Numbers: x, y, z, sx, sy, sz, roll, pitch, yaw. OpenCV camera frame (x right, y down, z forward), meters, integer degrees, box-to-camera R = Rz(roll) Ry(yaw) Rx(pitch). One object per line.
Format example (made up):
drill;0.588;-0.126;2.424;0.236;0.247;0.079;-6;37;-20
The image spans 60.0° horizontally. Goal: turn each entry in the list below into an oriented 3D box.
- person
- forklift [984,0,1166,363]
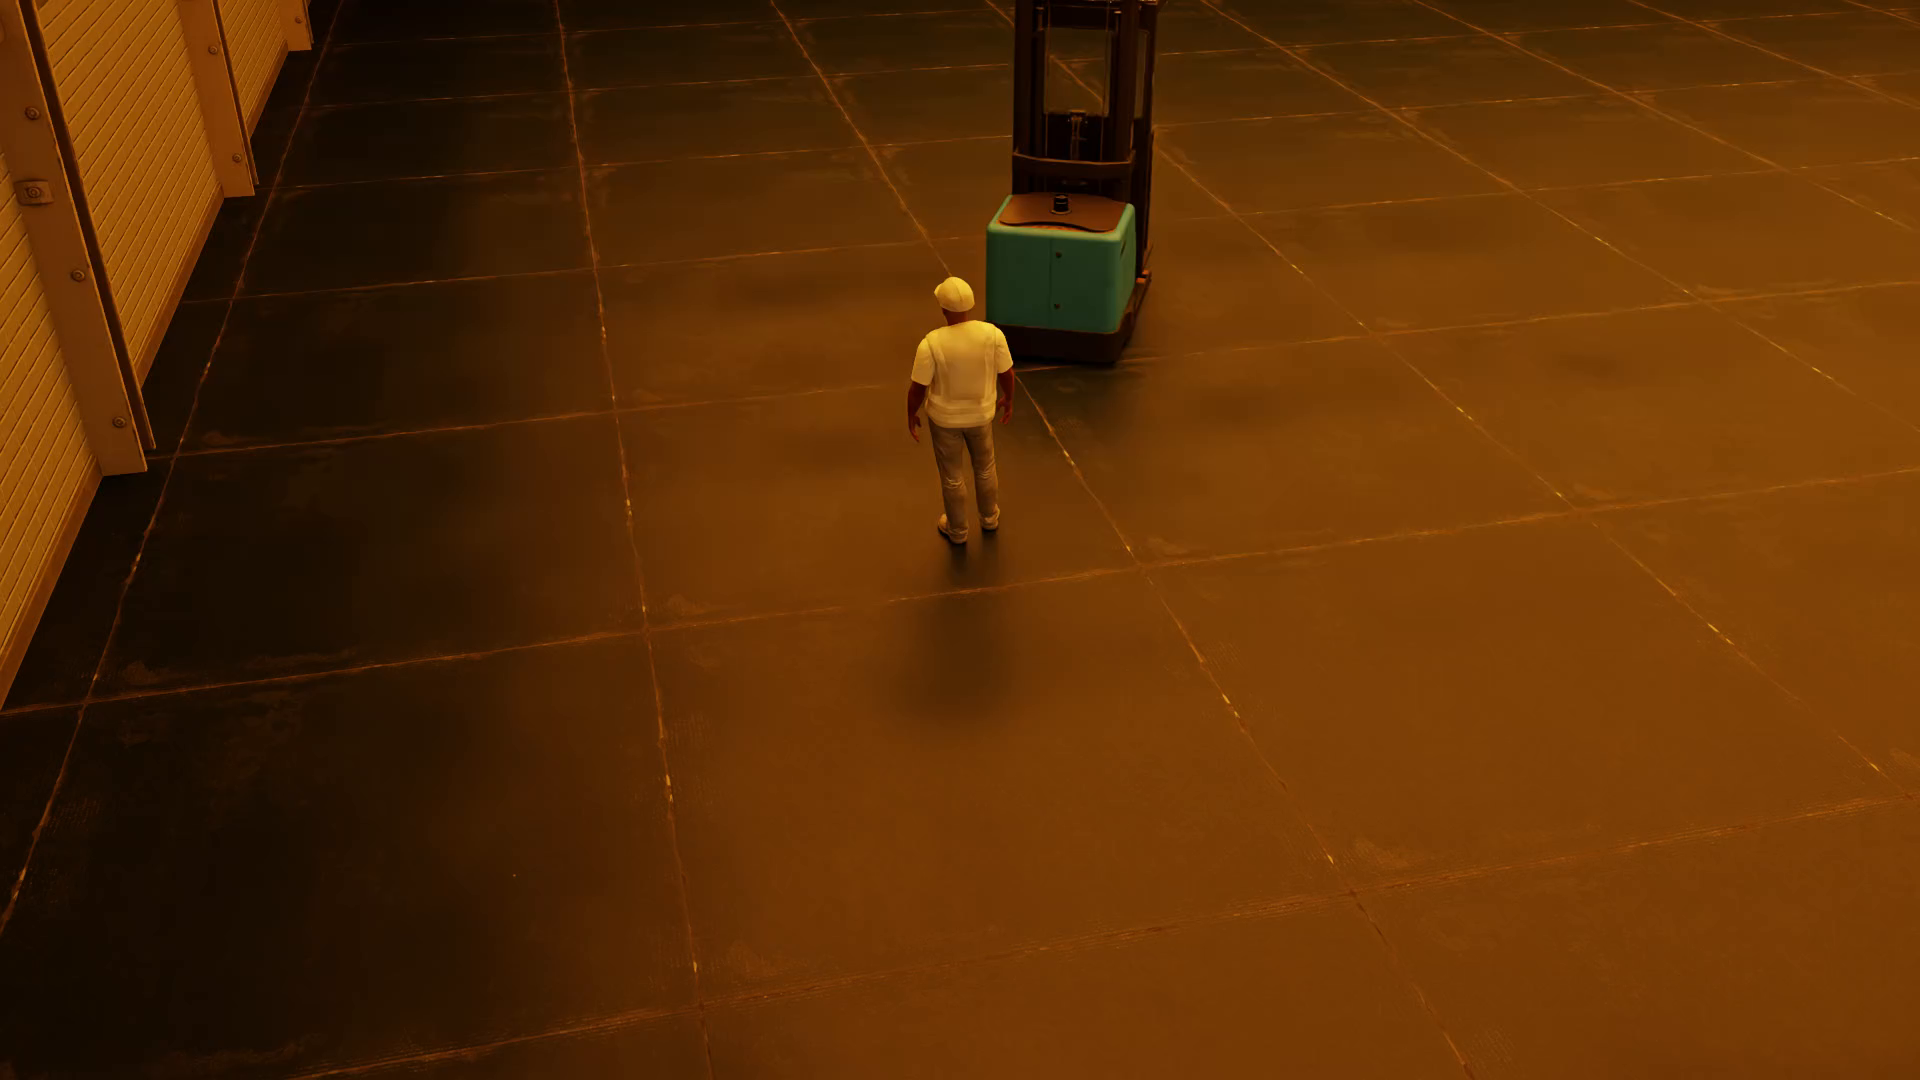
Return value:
person;-0.011;-0.805;10.114;0.665;1.768;0.575;-7;31;-12
forklift;1.018;-3.345;13.352;1.130;2.935;3.031;7;31;11
